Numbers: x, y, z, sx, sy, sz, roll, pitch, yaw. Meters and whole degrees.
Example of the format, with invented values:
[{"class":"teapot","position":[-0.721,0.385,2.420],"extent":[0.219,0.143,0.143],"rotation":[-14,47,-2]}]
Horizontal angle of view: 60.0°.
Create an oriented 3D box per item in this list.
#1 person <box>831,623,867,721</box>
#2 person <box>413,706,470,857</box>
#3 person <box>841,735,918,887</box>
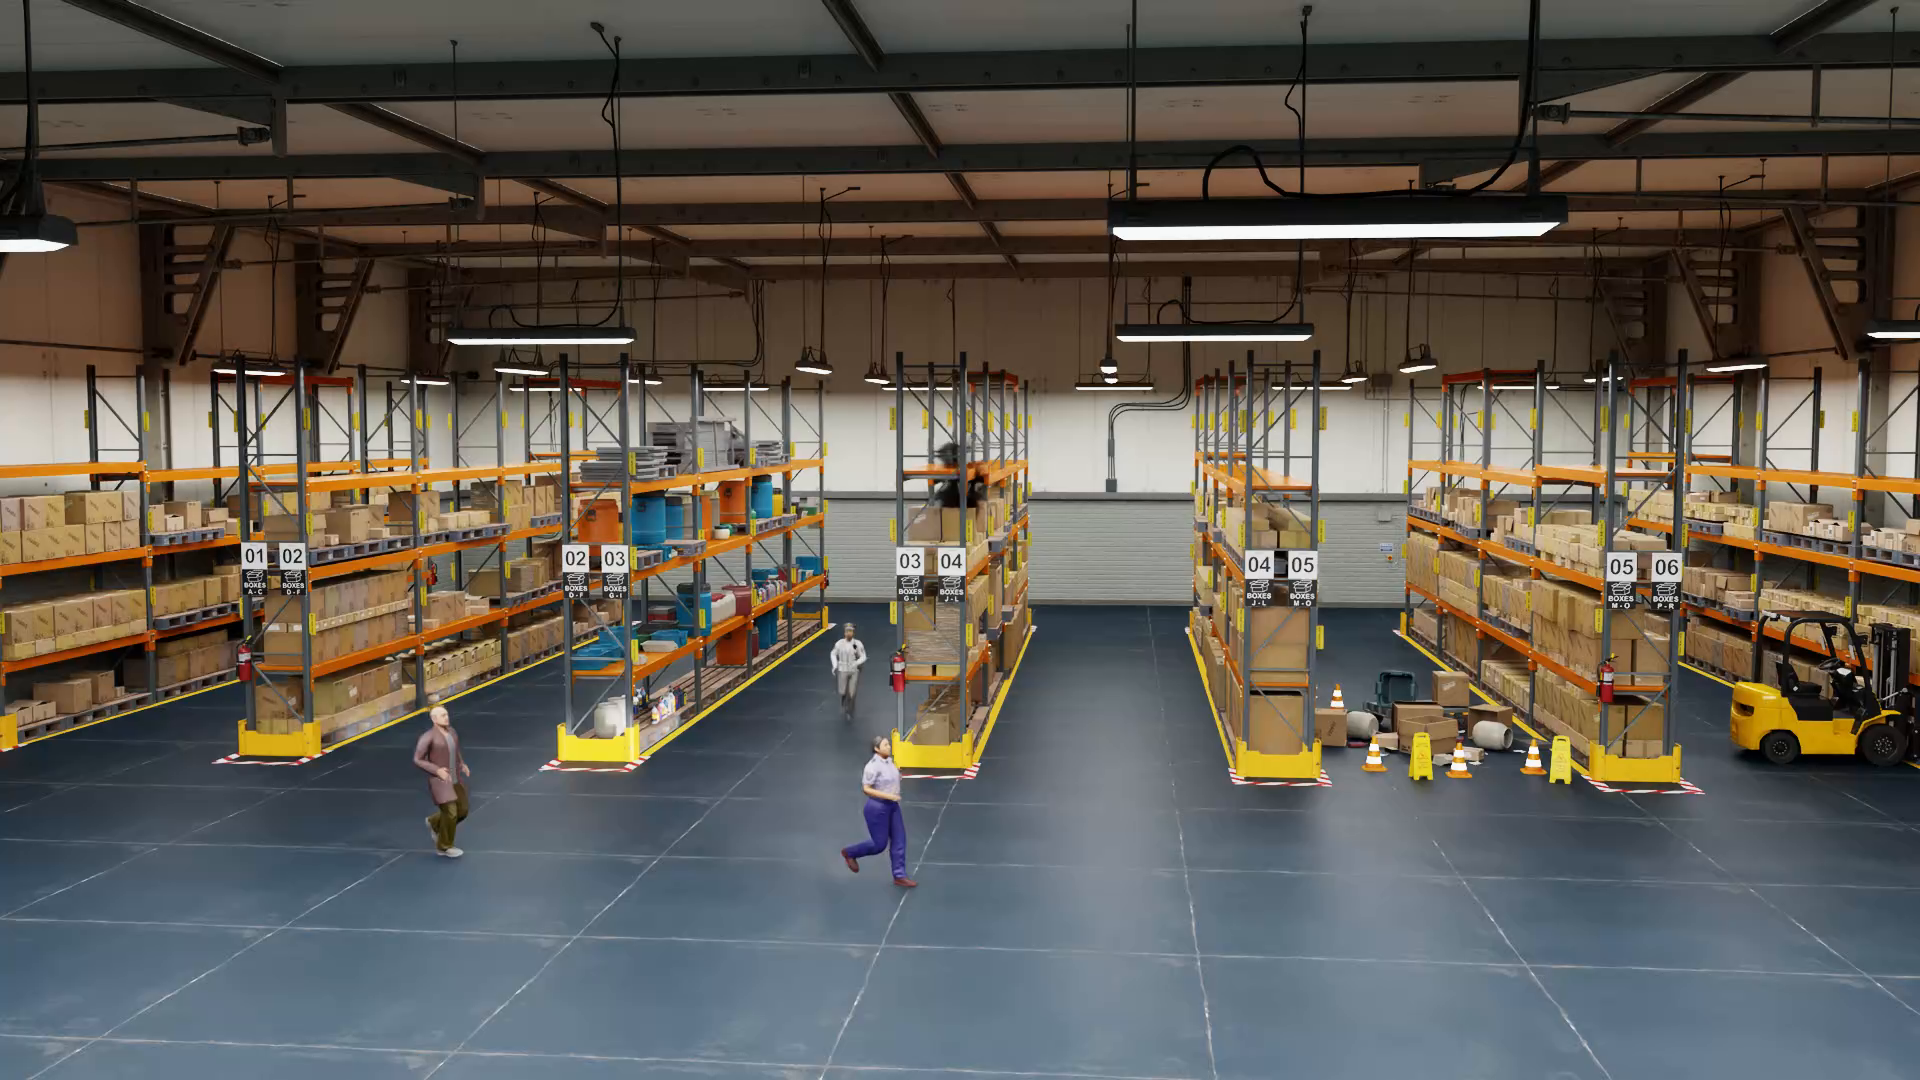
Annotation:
[{"class":"person","position":[-1.863,2.203,27.728],"extent":[0.614,1.651,0.547],"rotation":[0,4,0]},{"class":"person","position":[-5.973,2.775,19.158],"extent":[0.668,1.724,0.707],"rotation":[2,4,25]},{"class":"person","position":[-0.846,2.914,17.937],"extent":[0.886,1.610,0.609],"rotation":[2,5,26]}]
